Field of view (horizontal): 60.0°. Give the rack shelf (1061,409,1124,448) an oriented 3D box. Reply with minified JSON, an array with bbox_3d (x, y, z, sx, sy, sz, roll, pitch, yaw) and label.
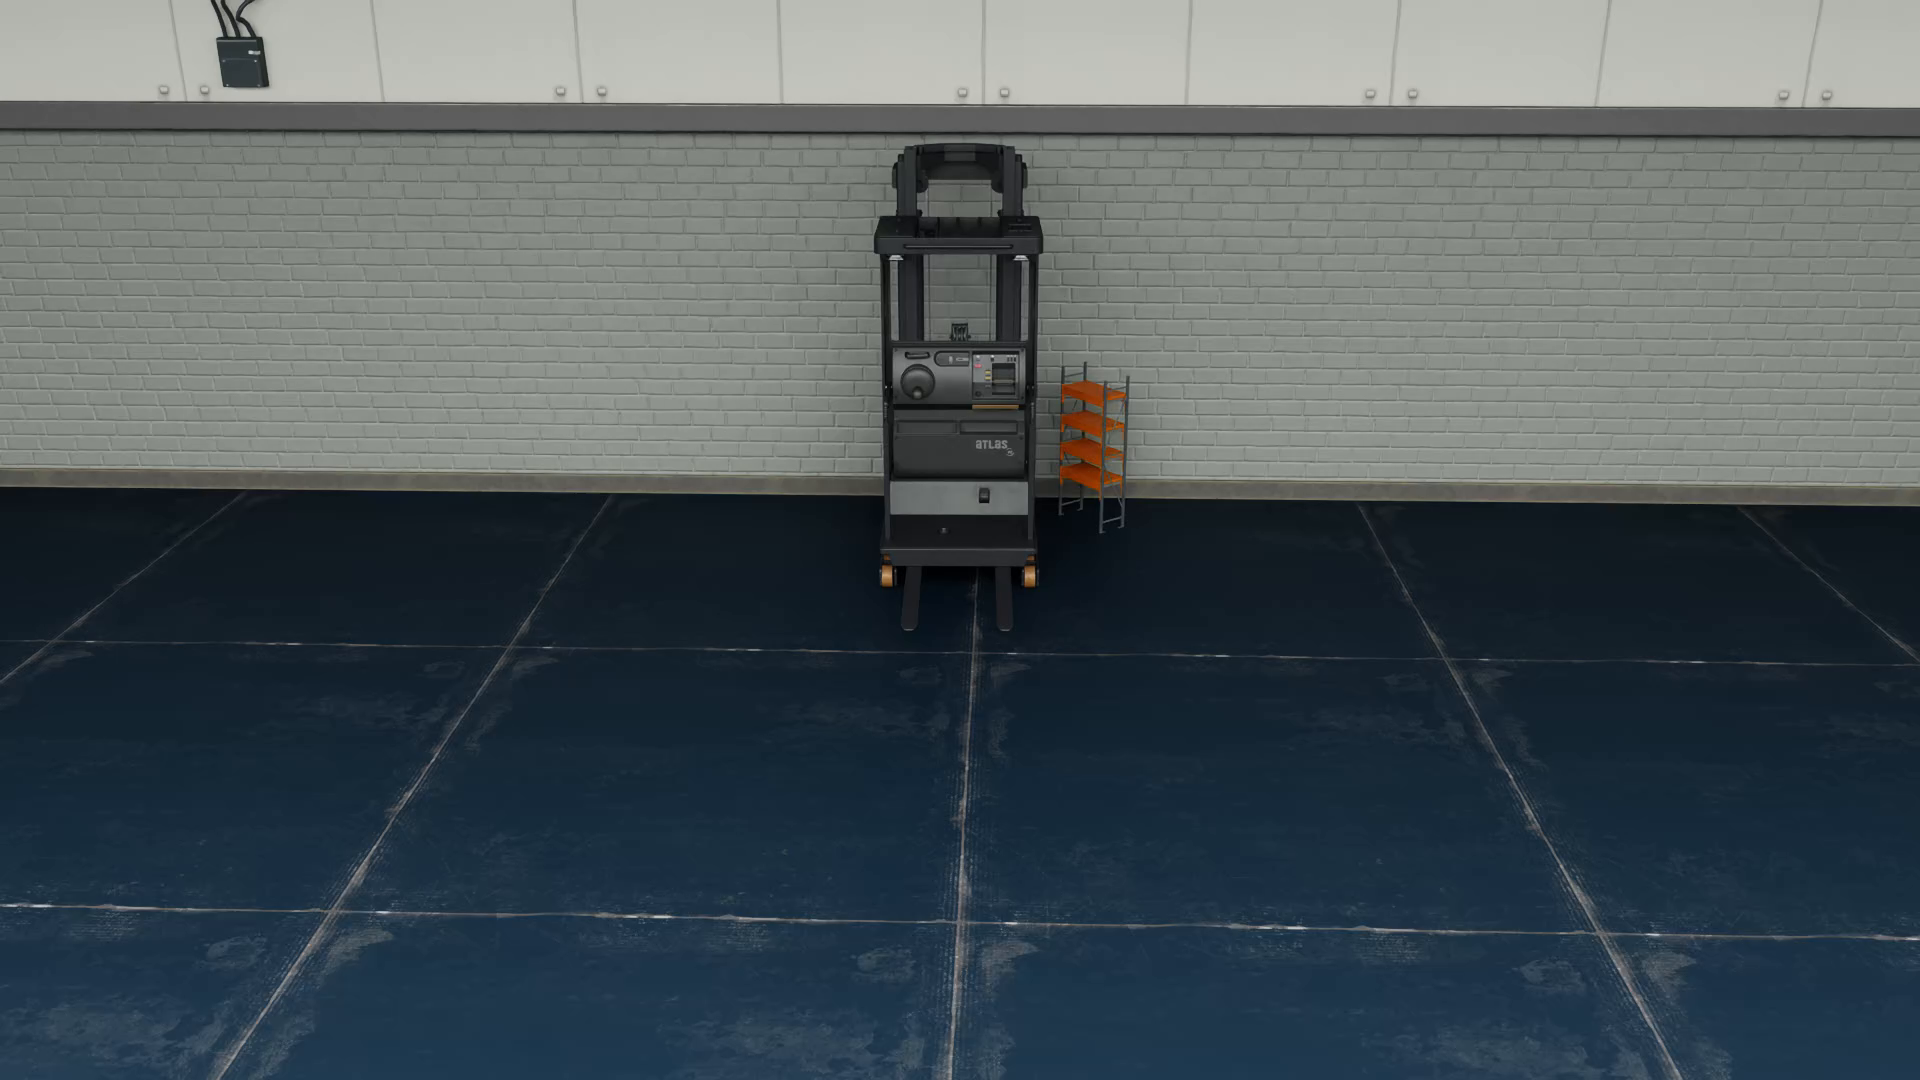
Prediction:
[{"bbox_3d":[1.015,-0.853,12.637,0.258,0.148,0.480,-15,26,-34],"label":"rack shelf"}]

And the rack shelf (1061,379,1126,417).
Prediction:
[{"bbox_3d":[1.015,-1.074,12.551,0.258,0.148,0.480,-15,26,-34],"label":"rack shelf"}]

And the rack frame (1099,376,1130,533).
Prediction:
[{"bbox_3d":[1.160,-0.636,12.510,0.240,1.200,0.015,-15,26,-34],"label":"rack frame"}]

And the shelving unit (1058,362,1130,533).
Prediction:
[{"bbox_3d":[1.015,-0.707,12.693,0.258,1.200,0.503,-15,26,-34],"label":"shelving unit"}]

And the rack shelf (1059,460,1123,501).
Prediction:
[{"bbox_3d":[1.015,-0.460,12.790,0.258,0.148,0.480,-15,26,-34],"label":"rack shelf"}]

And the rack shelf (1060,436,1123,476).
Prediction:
[{"bbox_3d":[1.015,-0.645,12.718,0.258,0.148,0.480,-15,26,-34],"label":"rack shelf"}]

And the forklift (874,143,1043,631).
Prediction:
[{"bbox_3d":[-0.006,-1.140,11.416,1.130,2.935,3.031,0,21,0],"label":"forklift"}]

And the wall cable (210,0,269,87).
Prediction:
[{"bbox_3d":[-4.324,-6.165,11.276,2.305,6.003,0.169,1,21,2],"label":"wall cable"}]

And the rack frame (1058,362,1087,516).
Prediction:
[{"bbox_3d":[0.871,-0.779,12.877,0.240,1.200,0.015,-15,26,-34],"label":"rack frame"}]
